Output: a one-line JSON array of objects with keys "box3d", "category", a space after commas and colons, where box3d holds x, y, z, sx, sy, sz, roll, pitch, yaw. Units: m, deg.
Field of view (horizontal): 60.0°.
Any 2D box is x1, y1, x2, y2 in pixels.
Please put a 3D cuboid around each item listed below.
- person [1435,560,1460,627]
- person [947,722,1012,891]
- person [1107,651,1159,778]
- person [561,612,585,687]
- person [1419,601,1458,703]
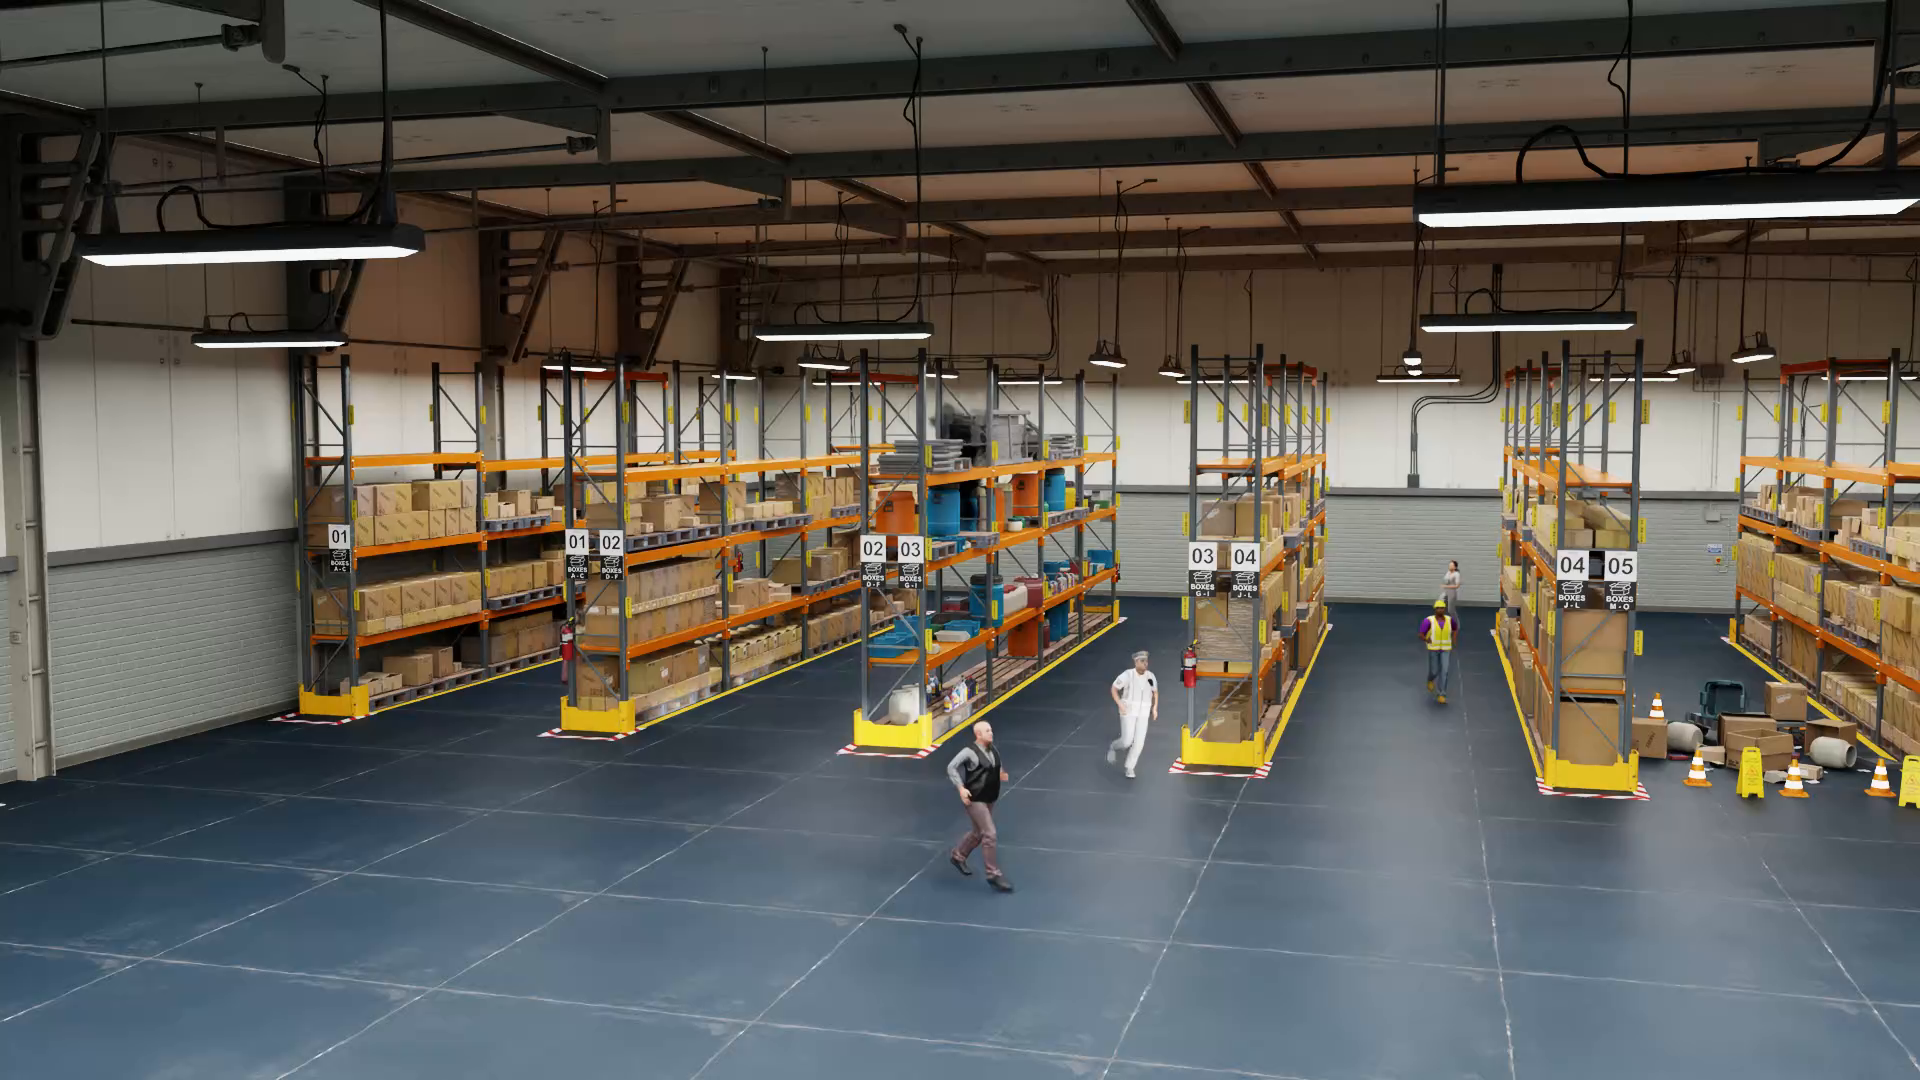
[{"box3d": [11.396, 1.286, 38.581, 0.764, 1.658, 0.581, -2, 5, -26], "category": "person"}, {"box3d": [0.227, 2.791, 17.715, 0.879, 1.733, 0.657, 3, 5, 34], "category": "person"}, {"box3d": [2.477, 2.403, 23.247, 0.711, 1.718, 0.725, -1, 4, -16], "category": "person"}, {"box3d": [-6.636, 2.037, 28.709, 0.566, 1.624, 0.546, 0, 4, 6], "category": "person"}, {"box3d": [8.407, 1.933, 29.165, 0.699, 1.752, 0.923, 0, 4, 6], "category": "person"}]
